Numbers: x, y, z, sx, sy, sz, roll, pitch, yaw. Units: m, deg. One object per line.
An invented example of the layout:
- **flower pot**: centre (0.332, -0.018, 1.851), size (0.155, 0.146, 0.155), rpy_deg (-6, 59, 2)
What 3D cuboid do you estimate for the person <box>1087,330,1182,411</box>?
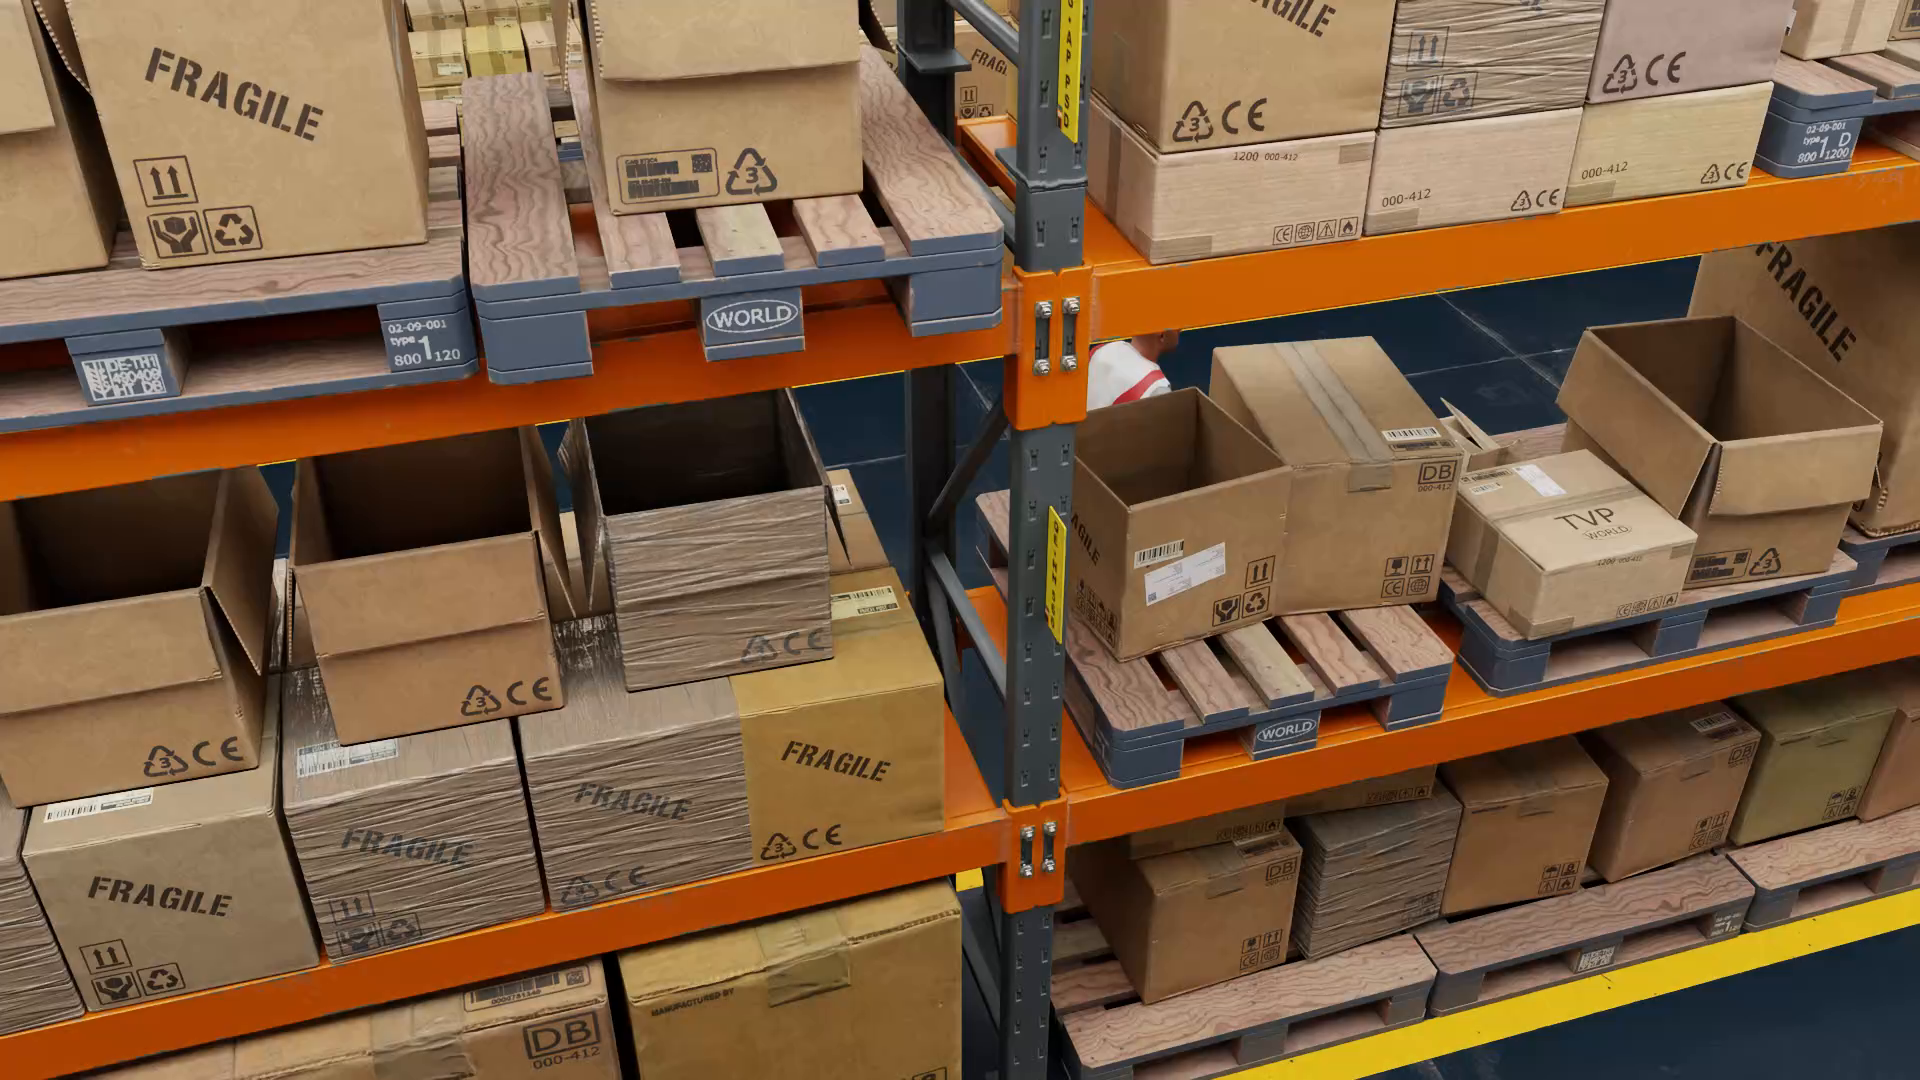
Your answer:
- **person**: centre (0.655, -0.149, 6.352), size (0.452, 1.778, 0.614), rpy_deg (-12, 35, -18)
